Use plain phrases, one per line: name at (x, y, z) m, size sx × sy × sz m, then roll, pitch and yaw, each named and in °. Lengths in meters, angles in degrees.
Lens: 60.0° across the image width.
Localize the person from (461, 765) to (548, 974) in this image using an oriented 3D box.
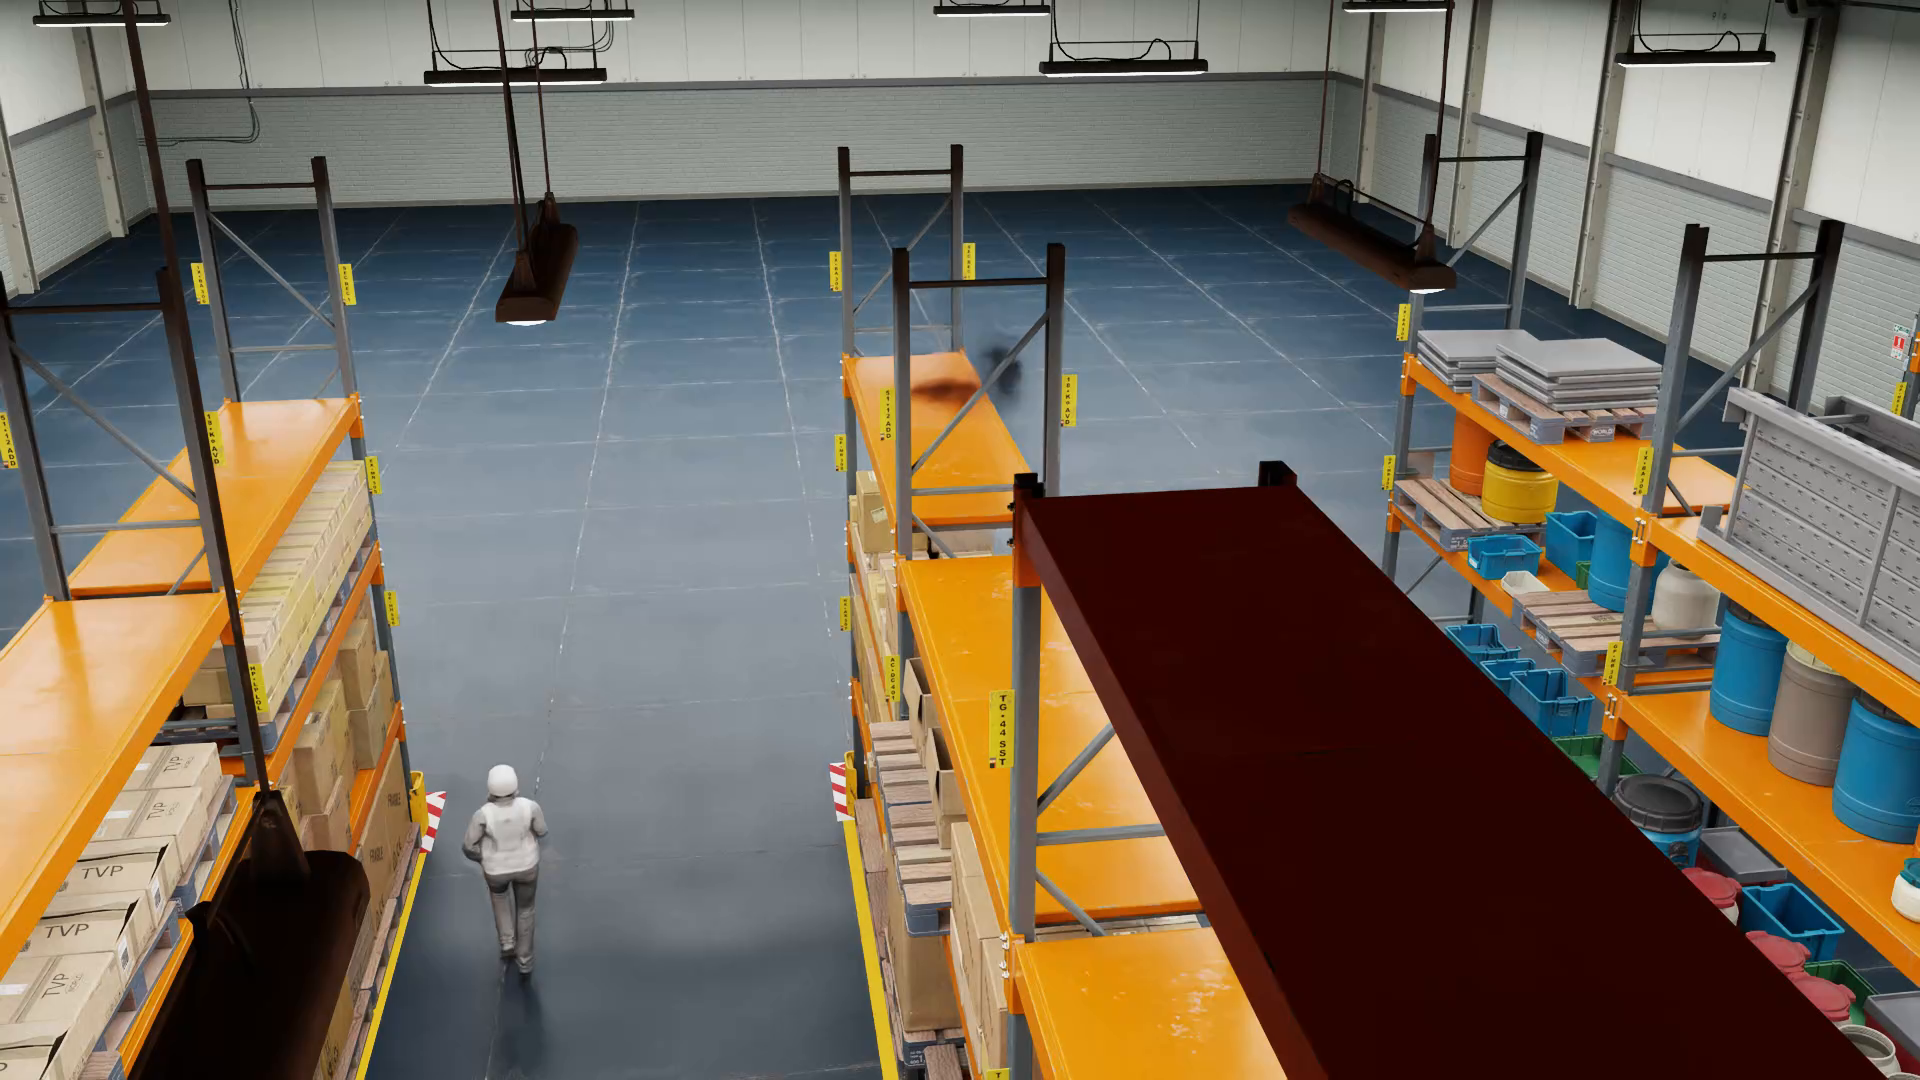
person at (-3.504, 2.510, 12.930) m, size 0.640 × 1.789 × 0.669 m, roll -5°, pitch 22°, yaw -13°
